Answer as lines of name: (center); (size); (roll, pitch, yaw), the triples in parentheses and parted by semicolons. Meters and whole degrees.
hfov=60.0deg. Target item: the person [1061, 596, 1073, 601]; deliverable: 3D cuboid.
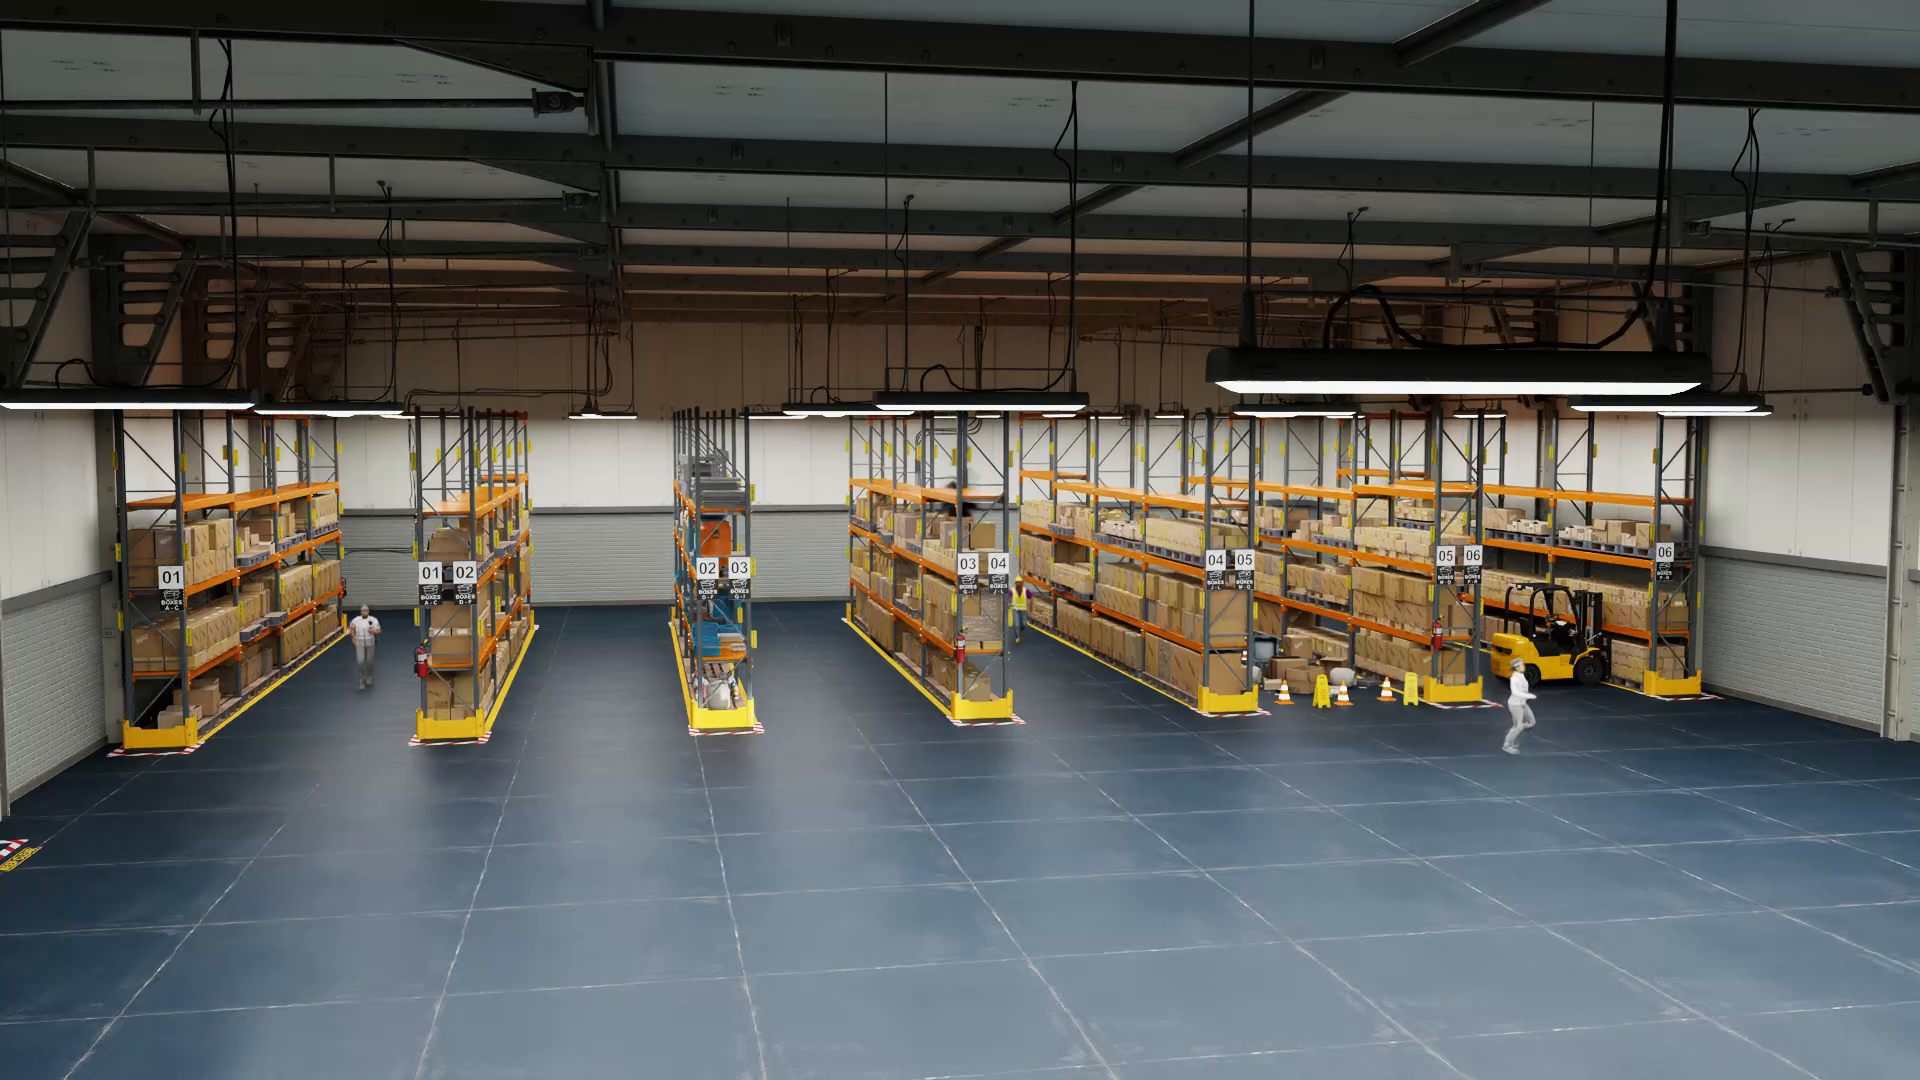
person: (3.226, 1.284, 50.019); (0.881, 1.735, 0.651); (-1, 4, -16)

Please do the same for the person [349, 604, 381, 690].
person: (-12.830, 2.291, 35.892); (0.643, 1.848, 0.760); (-1, 4, -19)

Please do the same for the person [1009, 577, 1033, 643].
person: (1.524, 1.809, 42.958); (0.753, 1.724, 0.614); (-1, 4, -8)

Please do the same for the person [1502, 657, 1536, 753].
person: (9.650, 2.841, 28.642); (0.562, 1.669, 0.671); (2, 5, 31)
